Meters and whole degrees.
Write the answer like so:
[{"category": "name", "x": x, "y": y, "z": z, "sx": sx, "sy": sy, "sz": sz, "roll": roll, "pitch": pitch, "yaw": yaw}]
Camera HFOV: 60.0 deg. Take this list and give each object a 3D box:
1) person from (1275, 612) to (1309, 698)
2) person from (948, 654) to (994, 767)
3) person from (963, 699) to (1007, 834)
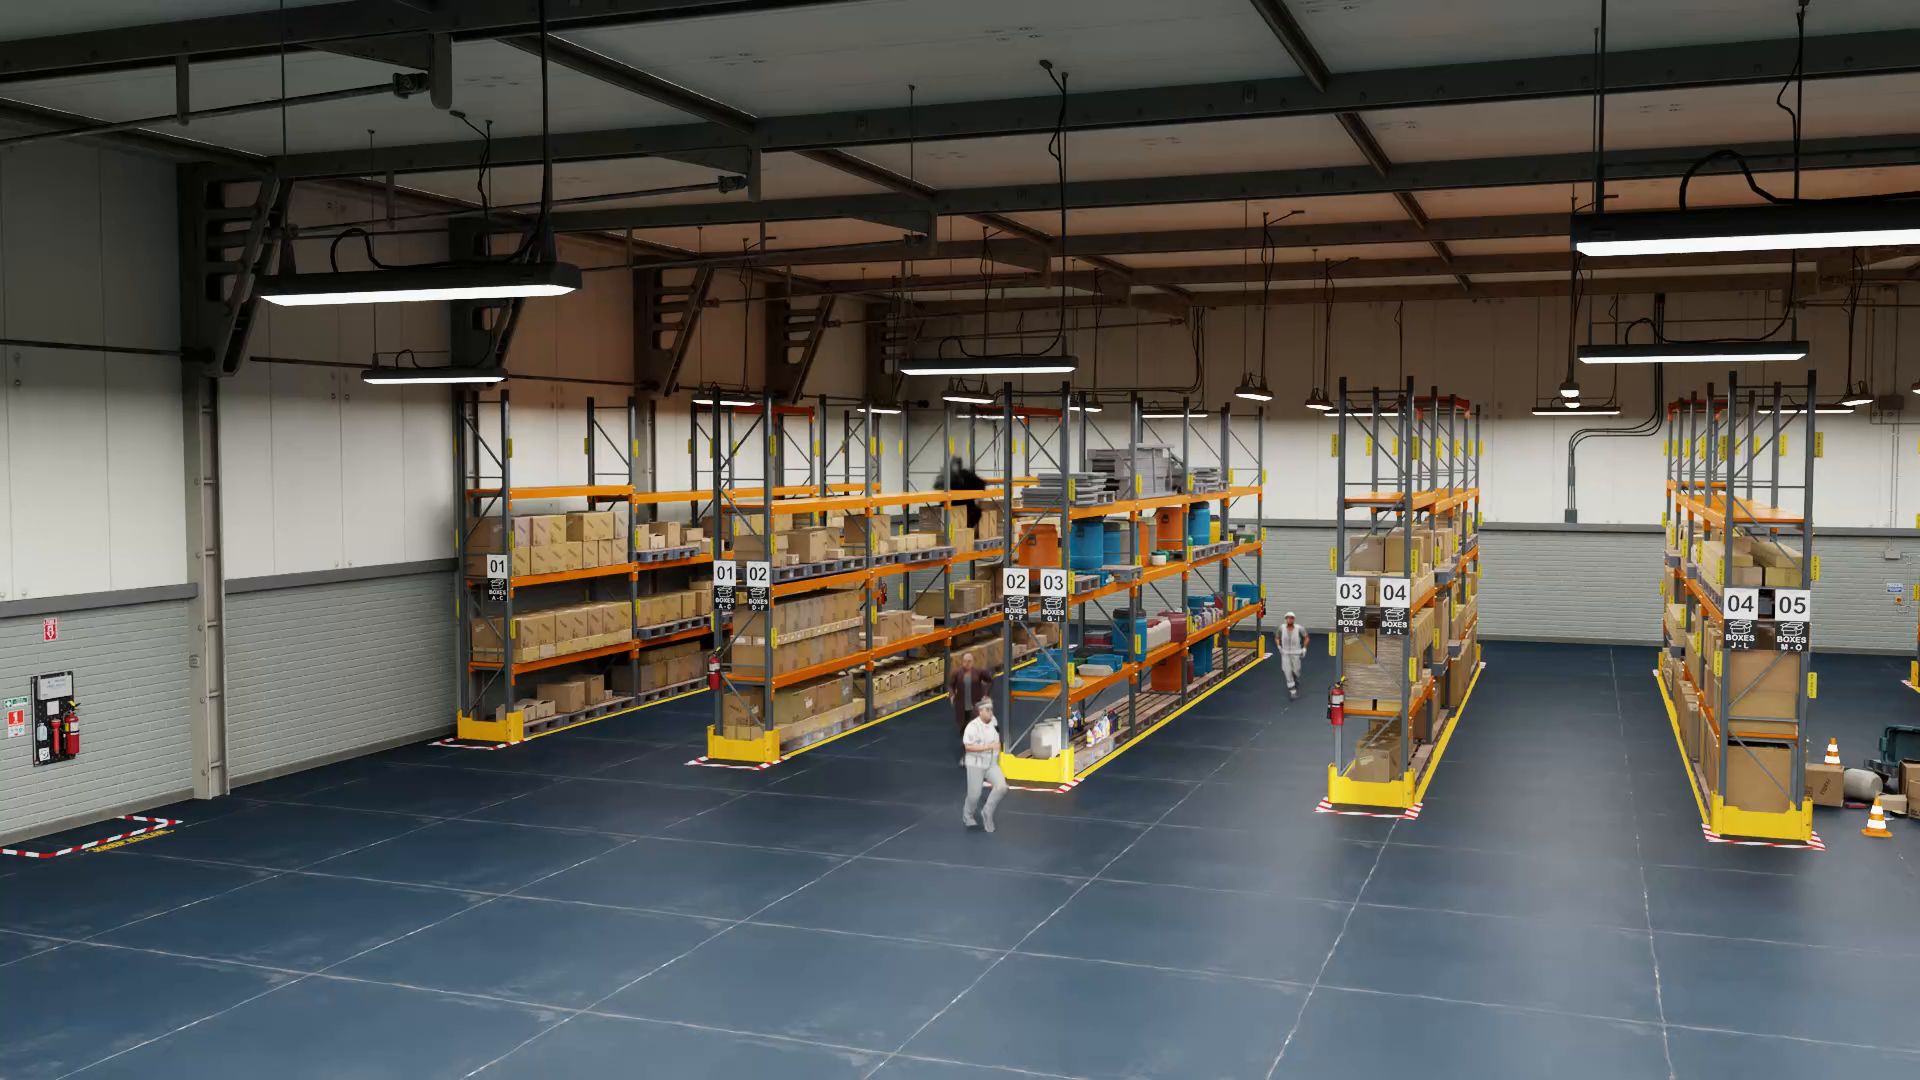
[{"category": "person", "x": 6.642, "y": 2.300, "z": 33.371, "sx": 0.672, "sy": 1.736, "sz": 0.587, "roll": 1, "pitch": 3, "yaw": 19}, {"category": "person", "x": 0.165, "y": 2.678, "z": 26.577, "sx": 0.736, "sy": 1.751, "sz": 1.017, "roll": 1, "pitch": 3, "yaw": 9}, {"category": "person", "x": 0.308, "y": 2.930, "z": 21.667, "sx": 0.693, "sy": 1.780, "sz": 0.834, "roll": -2, "pitch": 4, "yaw": -37}]
